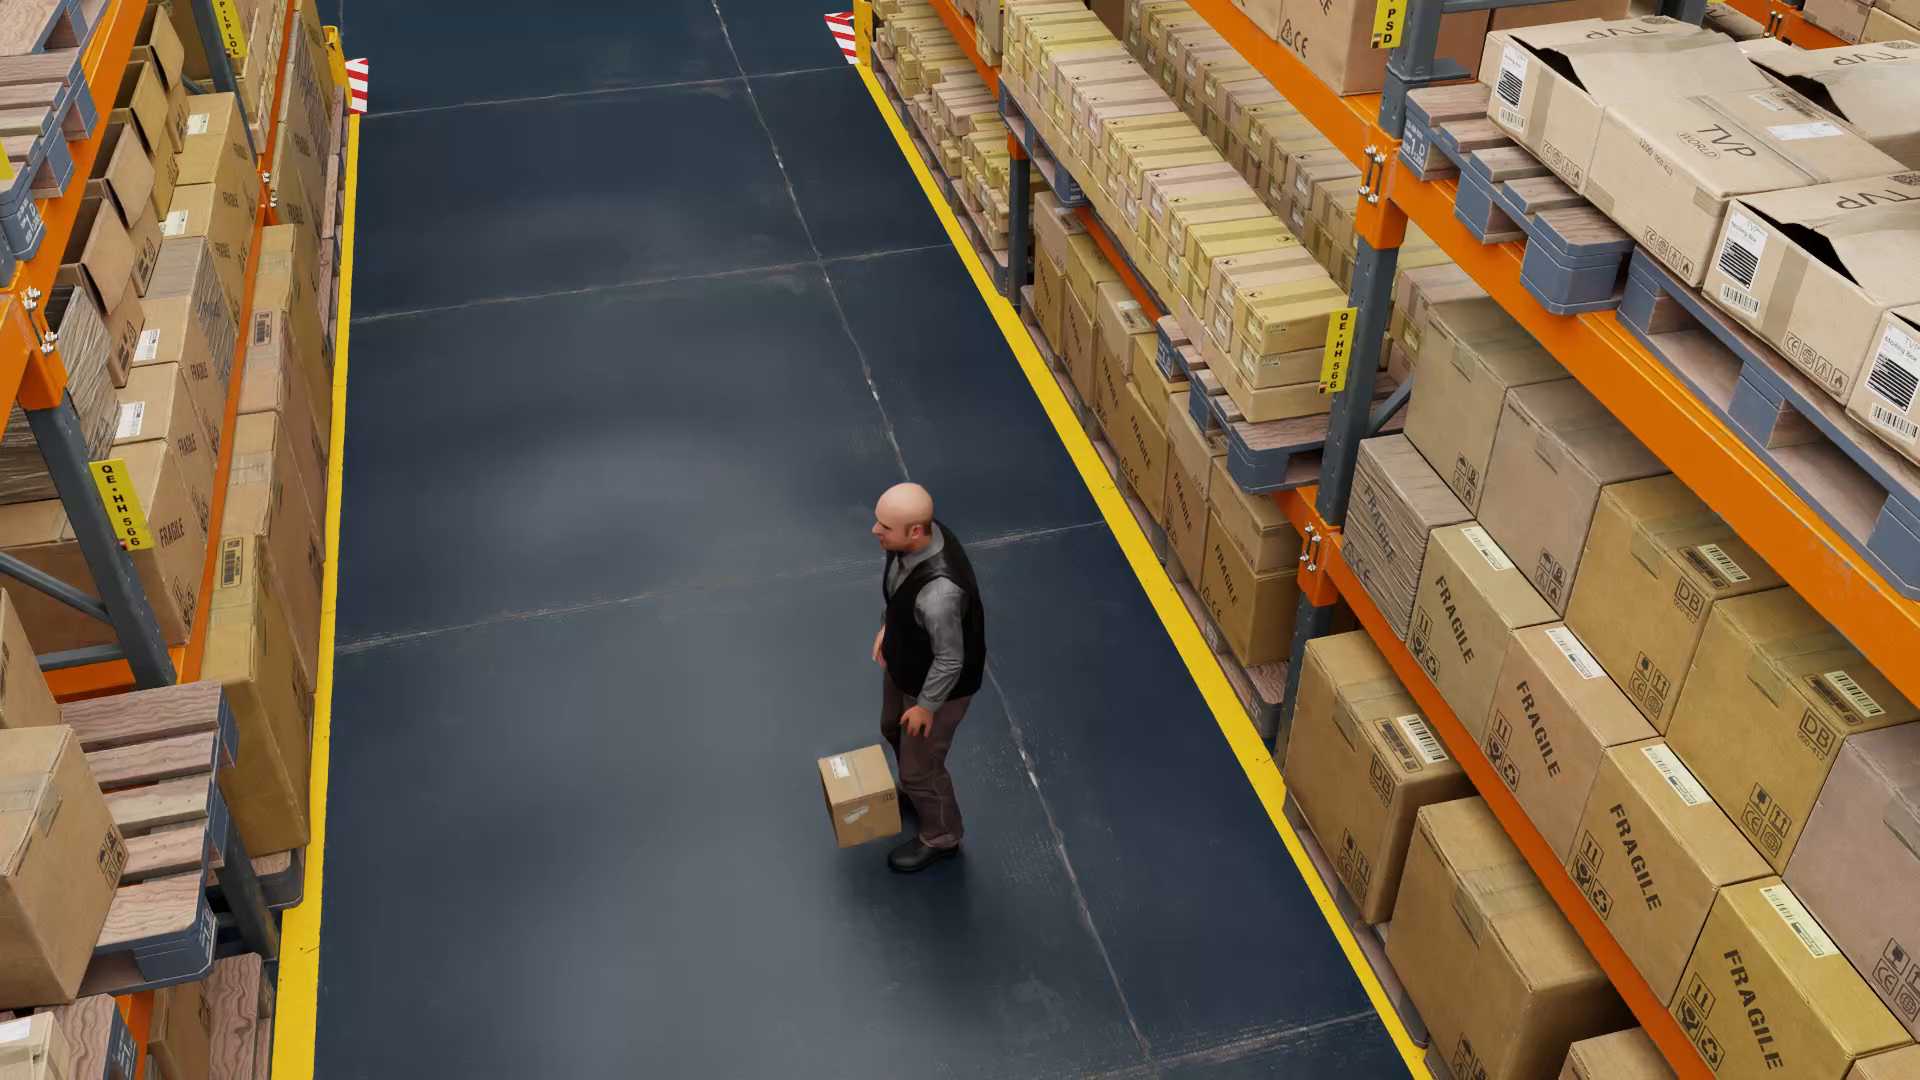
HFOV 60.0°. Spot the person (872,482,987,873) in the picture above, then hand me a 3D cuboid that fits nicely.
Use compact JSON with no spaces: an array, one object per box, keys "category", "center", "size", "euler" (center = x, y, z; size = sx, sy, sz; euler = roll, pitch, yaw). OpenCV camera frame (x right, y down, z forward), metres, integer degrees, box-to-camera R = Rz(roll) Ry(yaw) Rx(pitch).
[{"category":"person","center":[-0.125,0.484,6.112],"size":[0.418,1.723,0.566],"euler":[-11,39,-13]}]
